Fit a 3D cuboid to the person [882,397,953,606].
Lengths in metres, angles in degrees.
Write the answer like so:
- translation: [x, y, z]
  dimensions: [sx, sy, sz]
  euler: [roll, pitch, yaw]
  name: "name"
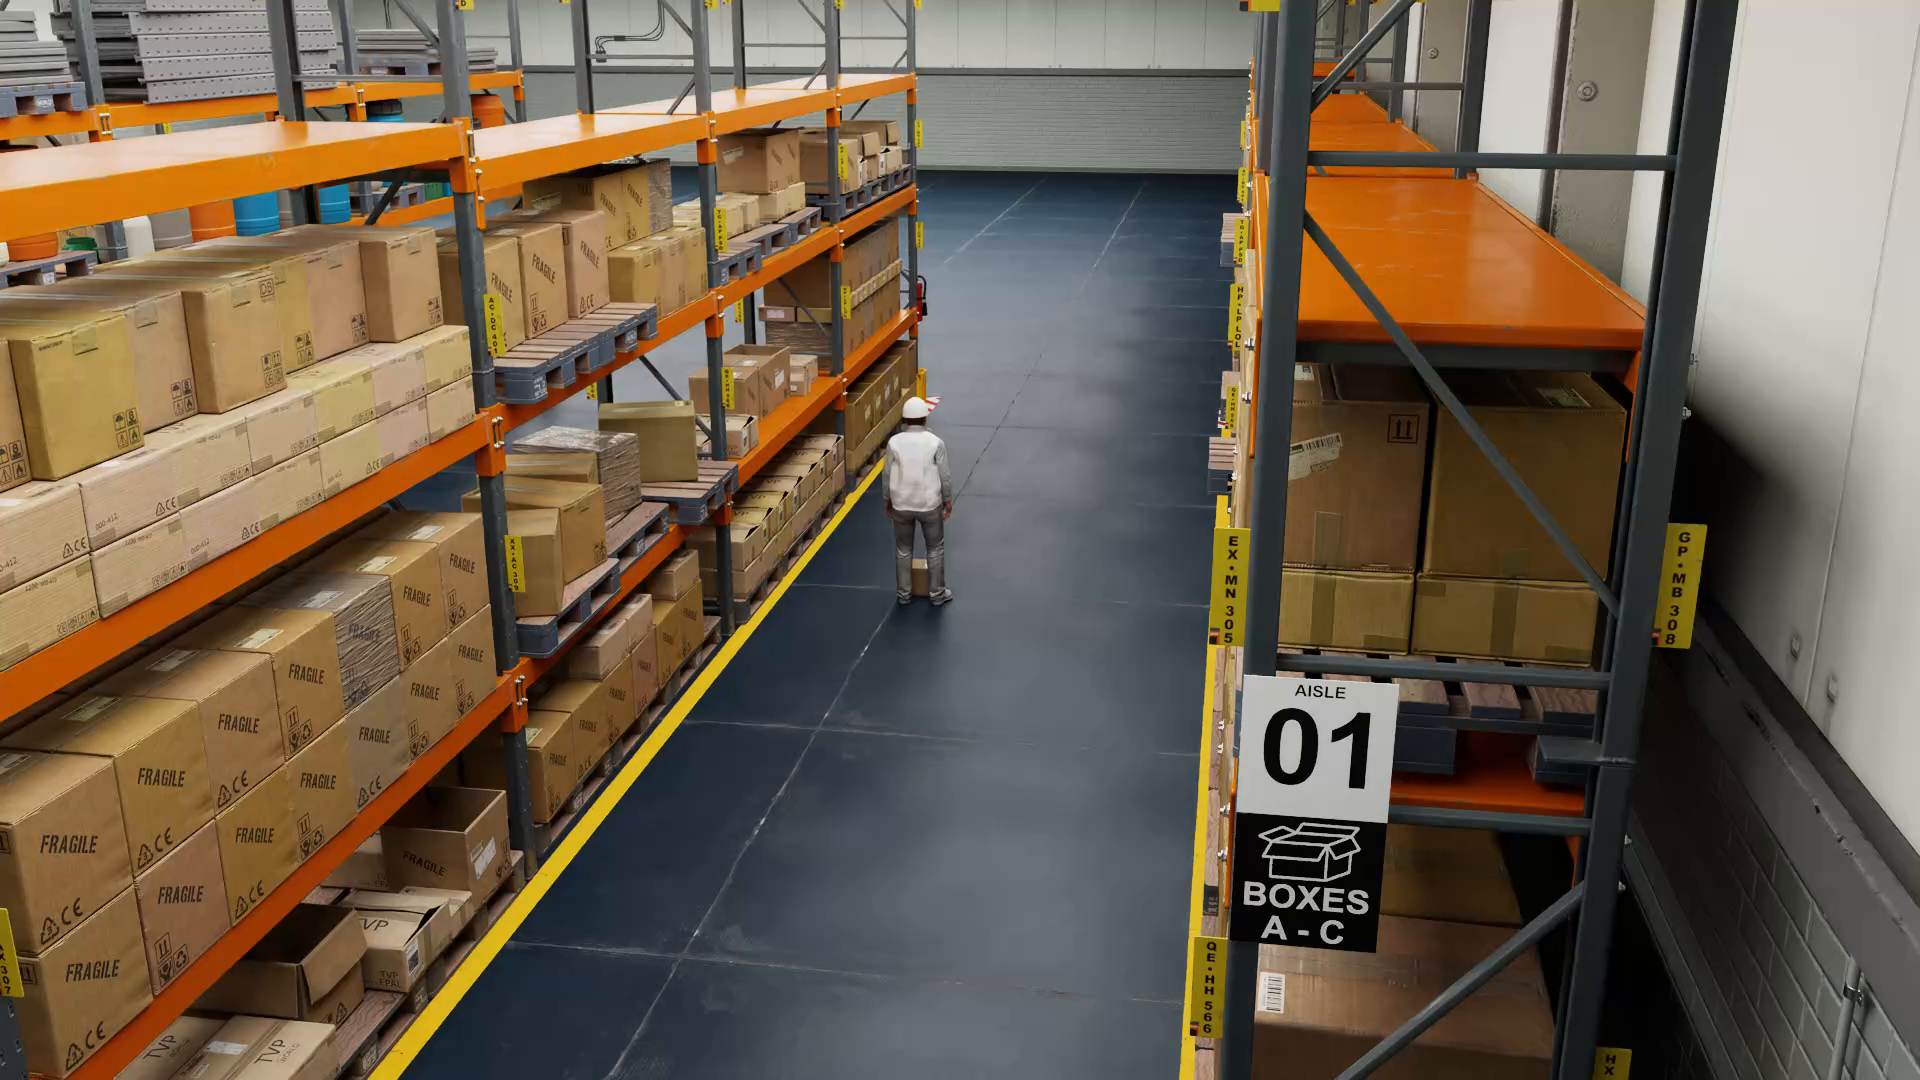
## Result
- translation: [-0.359, -0.321, 14.013]
  dimensions: [0.587, 1.771, 0.466]
  euler: [2, 18, 8]
  name: "person"
